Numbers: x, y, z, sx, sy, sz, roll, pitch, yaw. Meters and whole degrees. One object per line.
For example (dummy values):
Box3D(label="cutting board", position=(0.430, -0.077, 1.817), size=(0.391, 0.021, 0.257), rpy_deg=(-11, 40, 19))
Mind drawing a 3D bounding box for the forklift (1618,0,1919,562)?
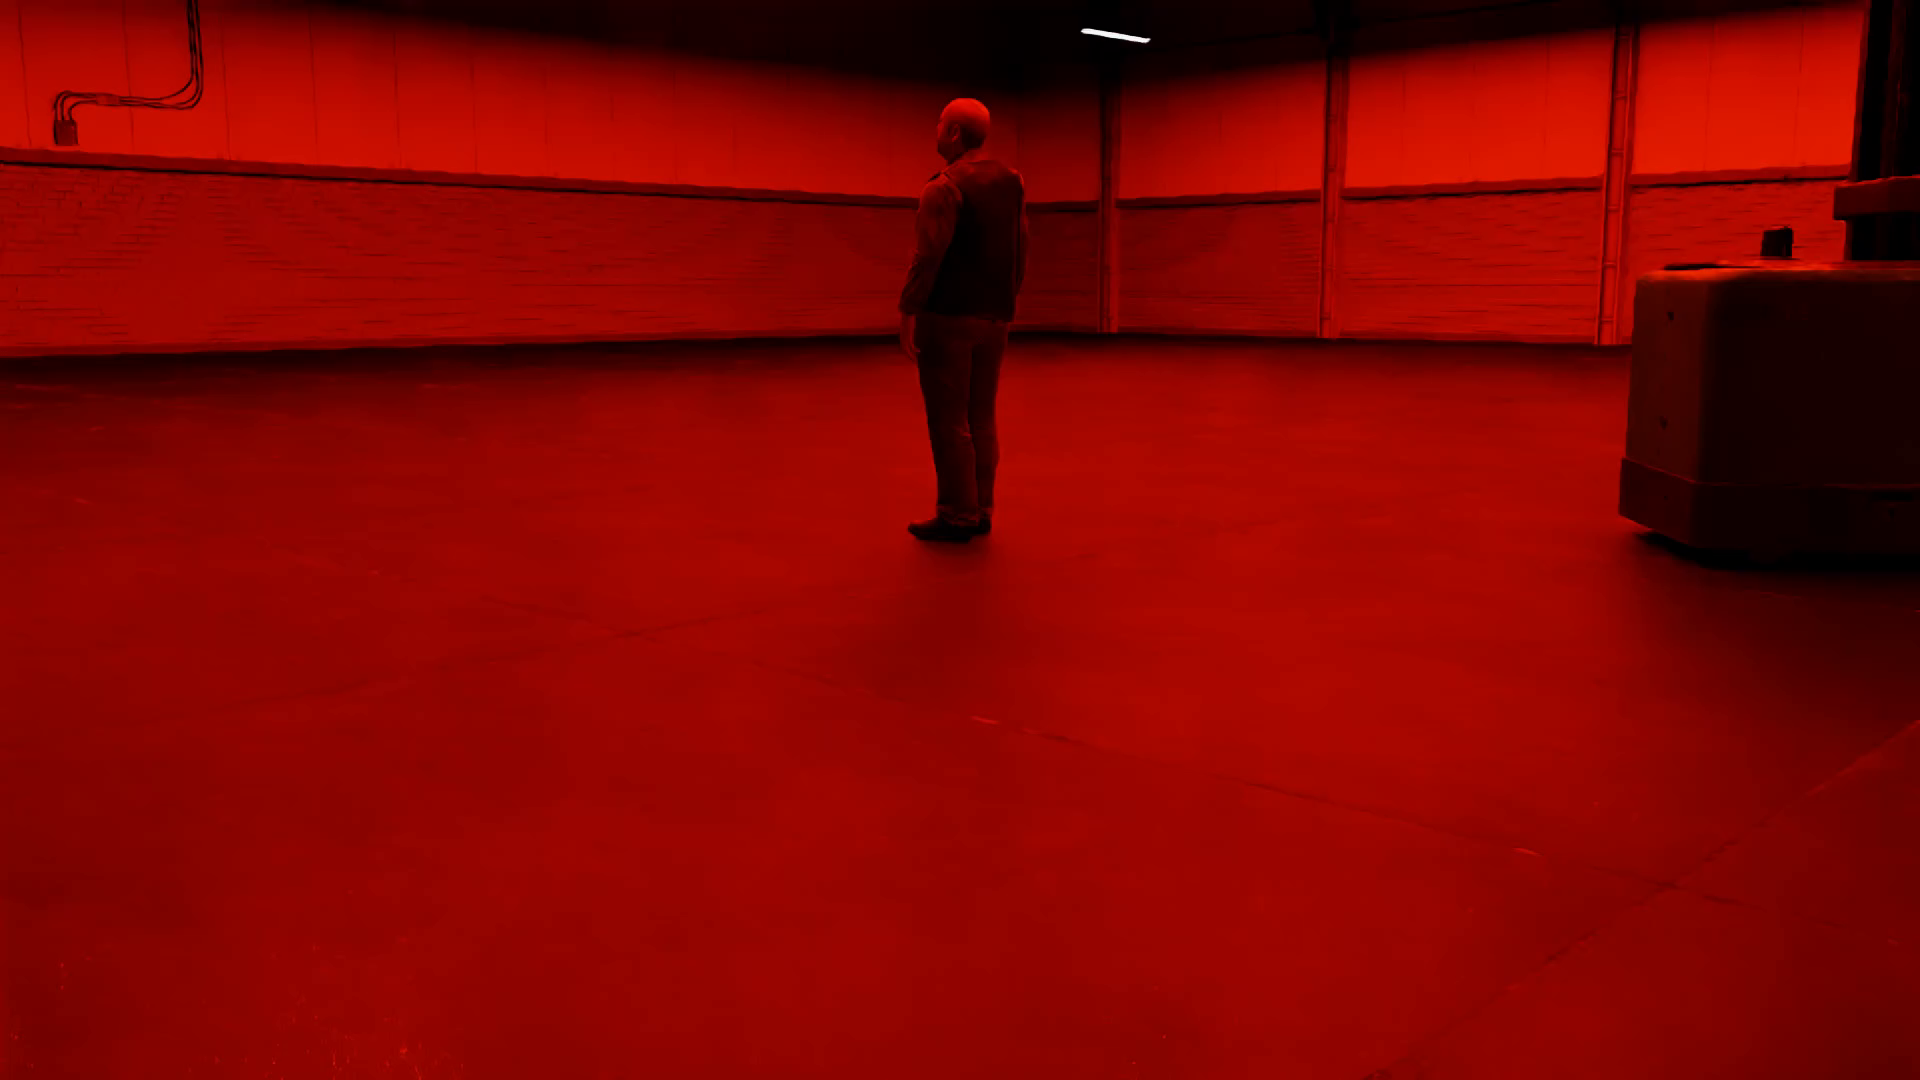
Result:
Box3D(label="forklift", position=(4.214, -1.399, 6.166), size=(3.031, 2.935, 1.130), rpy_deg=(1, 9, 5))

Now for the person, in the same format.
Box3D(label="person", position=(-0.039, -0.866, 6.637), size=(0.567, 1.720, 0.632), rpy_deg=(8, 12, 43))
